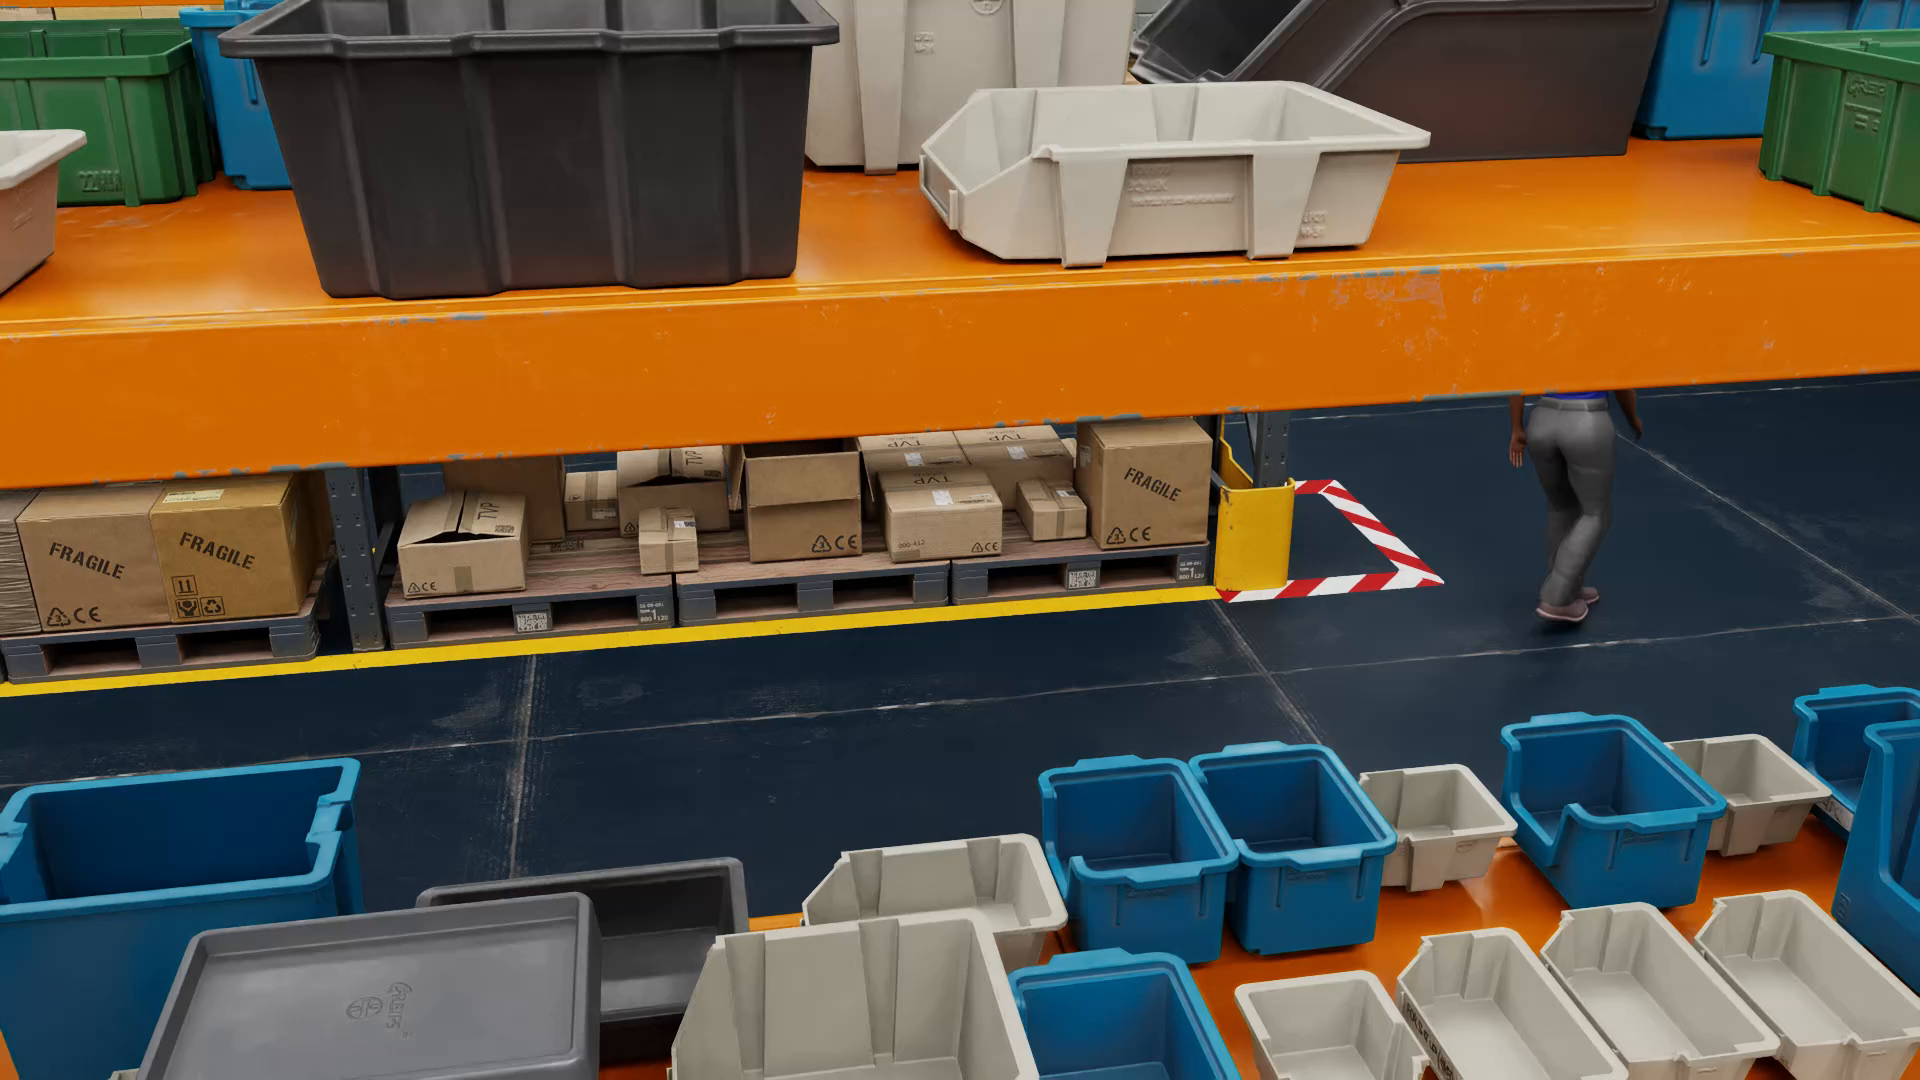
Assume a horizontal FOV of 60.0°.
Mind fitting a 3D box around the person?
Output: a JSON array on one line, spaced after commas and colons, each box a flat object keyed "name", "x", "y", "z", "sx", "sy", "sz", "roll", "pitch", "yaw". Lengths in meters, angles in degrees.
[{"name": "person", "x": 2.623, "y": -0.456, "z": 7.153, "sx": 0.571, "sy": 1.663, "sz": 0.478, "roll": -20, "pitch": 30, "yaw": -38}]
